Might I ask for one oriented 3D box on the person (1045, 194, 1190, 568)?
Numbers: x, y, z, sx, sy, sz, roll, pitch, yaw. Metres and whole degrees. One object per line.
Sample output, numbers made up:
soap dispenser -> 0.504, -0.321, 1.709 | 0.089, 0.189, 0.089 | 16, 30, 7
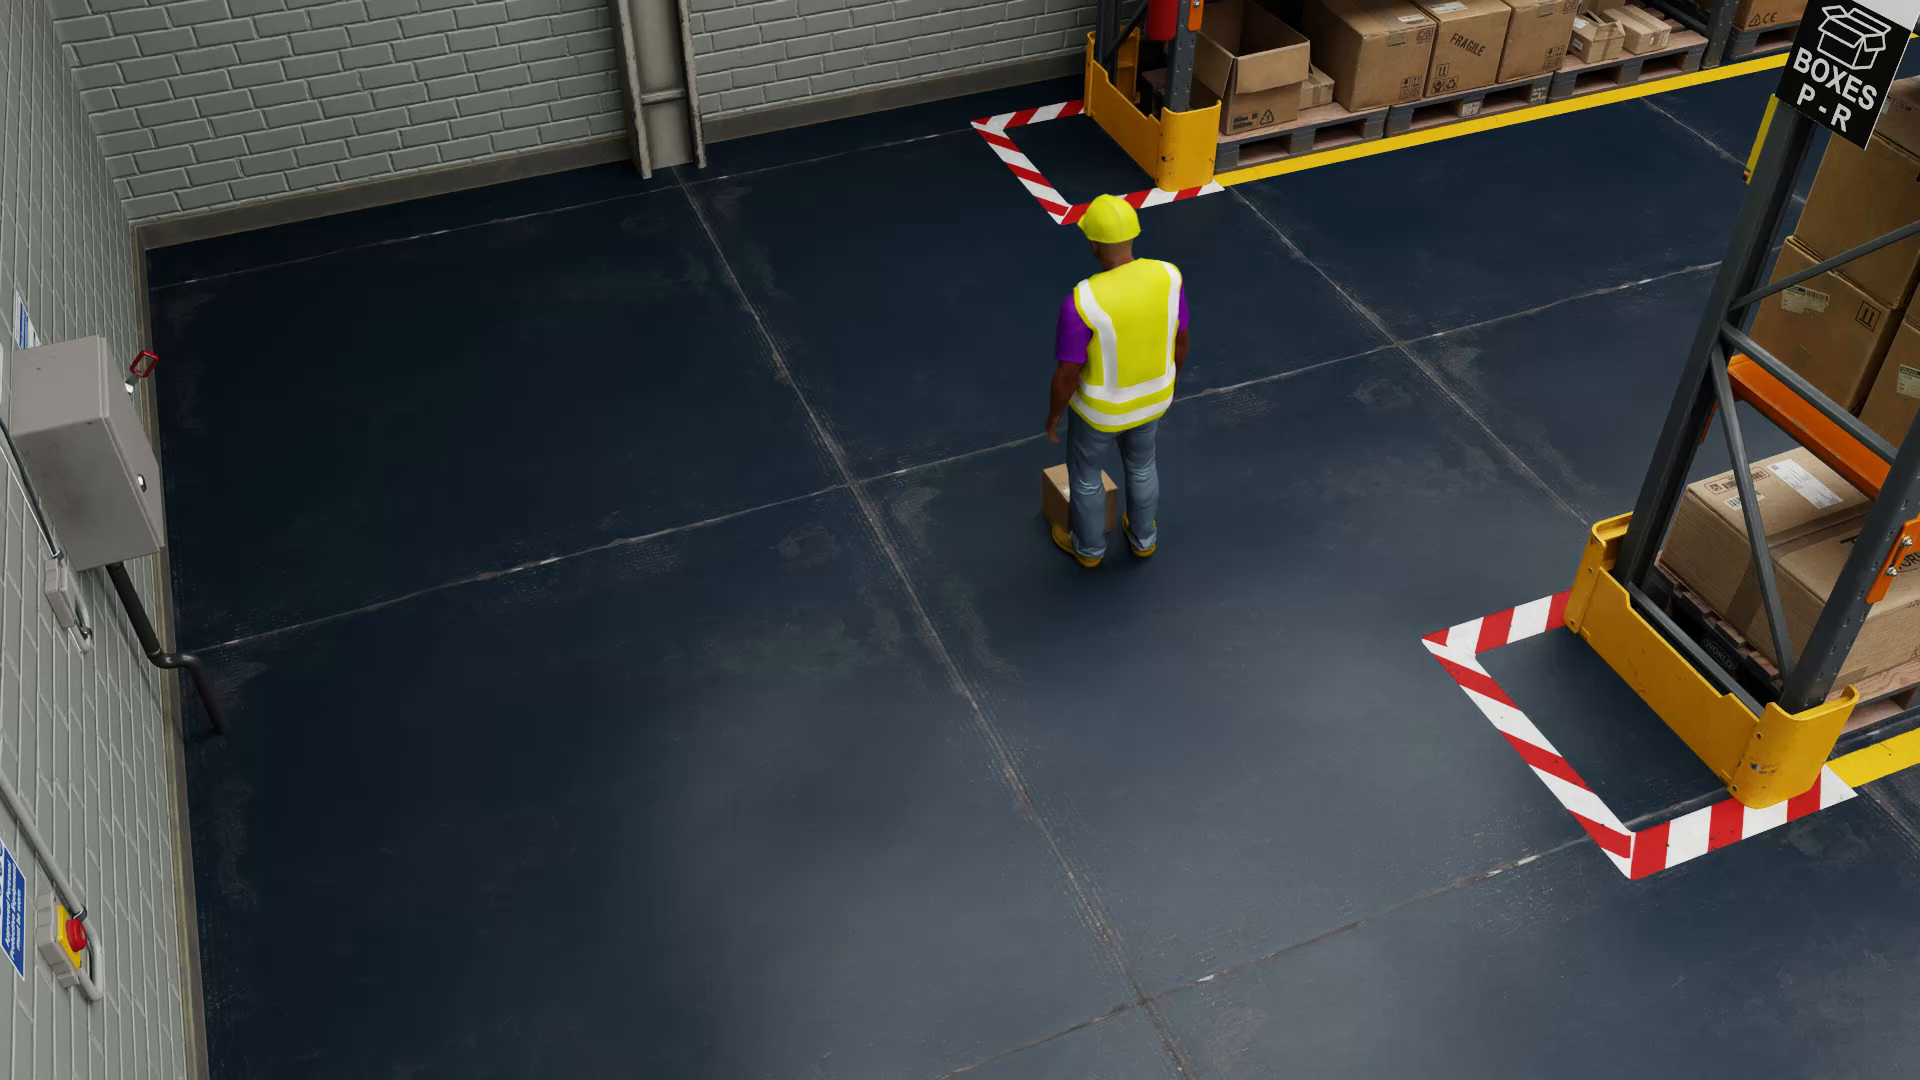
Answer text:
person -> 0.632, -0.604, 6.830 | 0.622, 1.759, 0.462 | -17, 44, -19
